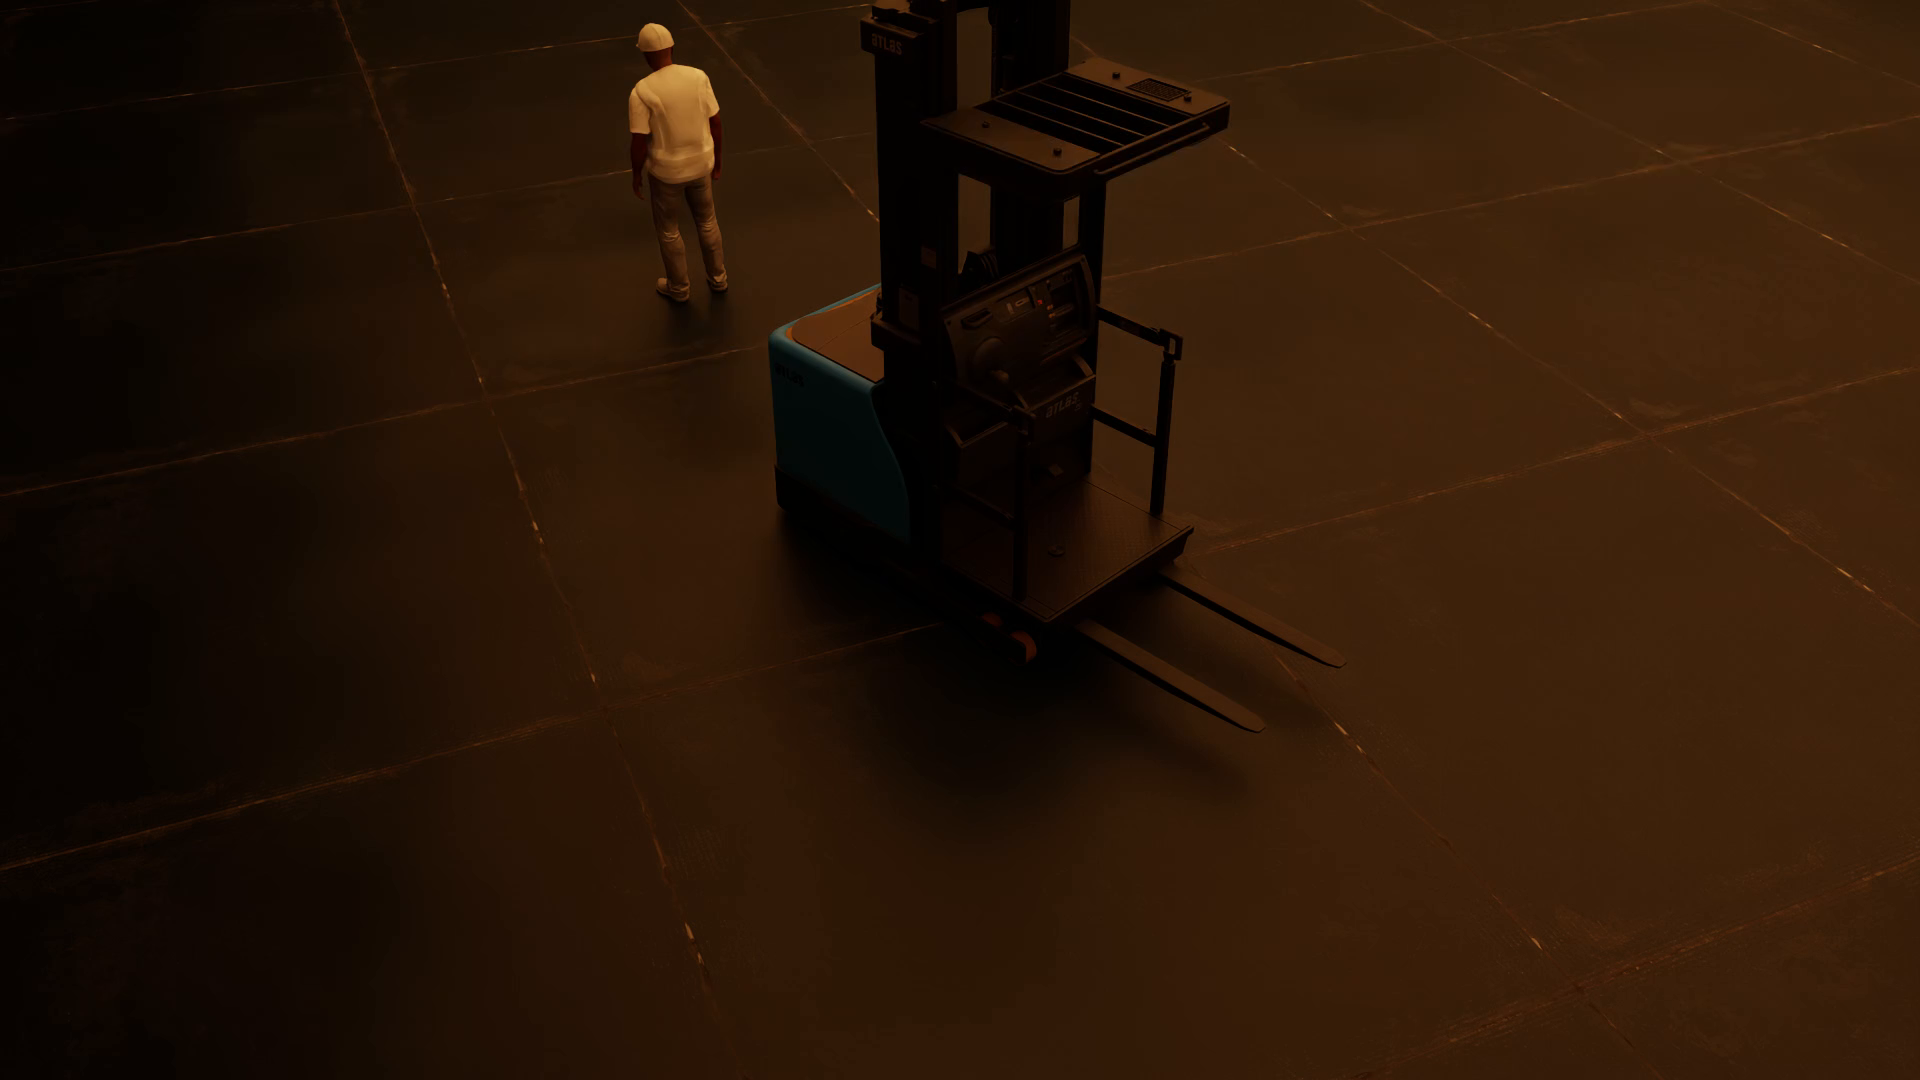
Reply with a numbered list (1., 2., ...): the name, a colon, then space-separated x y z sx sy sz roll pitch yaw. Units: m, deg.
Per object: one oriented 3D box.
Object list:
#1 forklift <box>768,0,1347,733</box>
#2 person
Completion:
1. forklift: 0.432 -0.946 7.429 3.031 2.935 1.130 30 45 35
2. person: -1.772 -2.349 10.417 0.631 1.759 0.461 -21 41 -27
